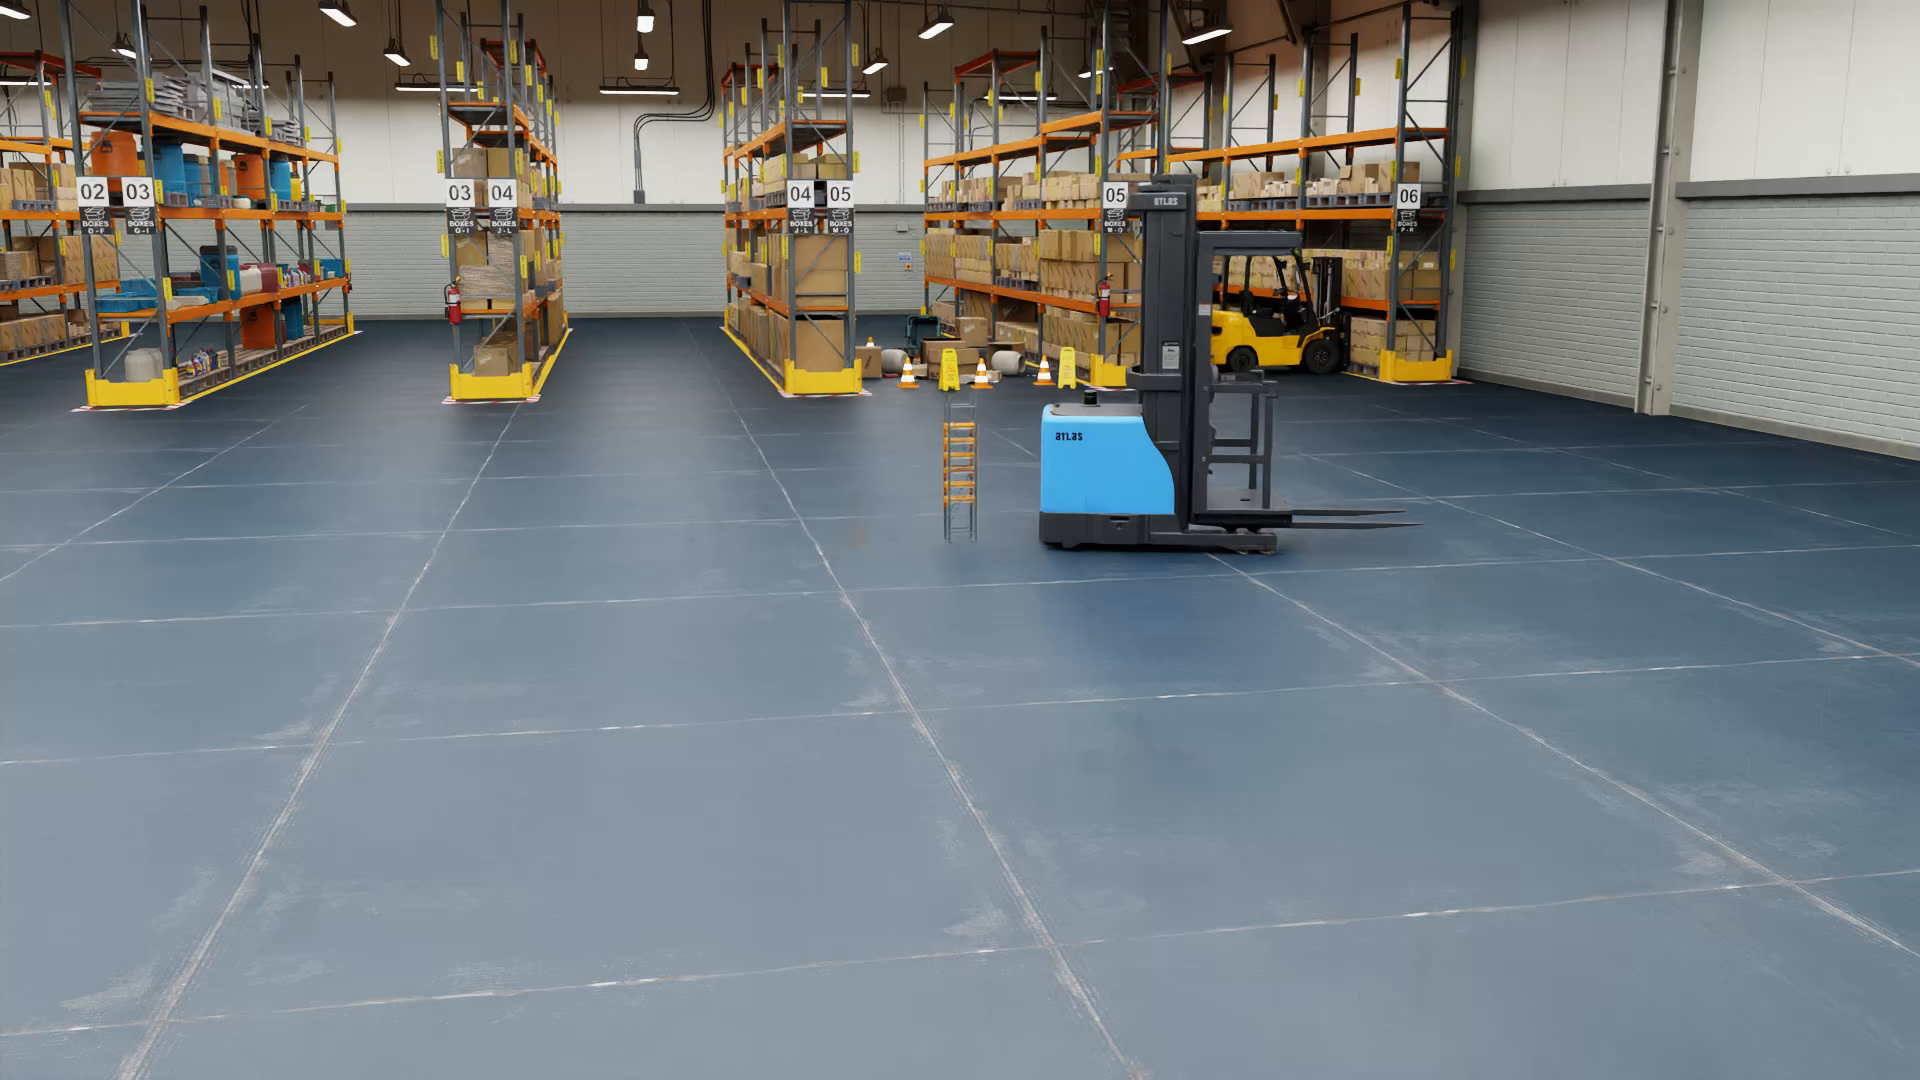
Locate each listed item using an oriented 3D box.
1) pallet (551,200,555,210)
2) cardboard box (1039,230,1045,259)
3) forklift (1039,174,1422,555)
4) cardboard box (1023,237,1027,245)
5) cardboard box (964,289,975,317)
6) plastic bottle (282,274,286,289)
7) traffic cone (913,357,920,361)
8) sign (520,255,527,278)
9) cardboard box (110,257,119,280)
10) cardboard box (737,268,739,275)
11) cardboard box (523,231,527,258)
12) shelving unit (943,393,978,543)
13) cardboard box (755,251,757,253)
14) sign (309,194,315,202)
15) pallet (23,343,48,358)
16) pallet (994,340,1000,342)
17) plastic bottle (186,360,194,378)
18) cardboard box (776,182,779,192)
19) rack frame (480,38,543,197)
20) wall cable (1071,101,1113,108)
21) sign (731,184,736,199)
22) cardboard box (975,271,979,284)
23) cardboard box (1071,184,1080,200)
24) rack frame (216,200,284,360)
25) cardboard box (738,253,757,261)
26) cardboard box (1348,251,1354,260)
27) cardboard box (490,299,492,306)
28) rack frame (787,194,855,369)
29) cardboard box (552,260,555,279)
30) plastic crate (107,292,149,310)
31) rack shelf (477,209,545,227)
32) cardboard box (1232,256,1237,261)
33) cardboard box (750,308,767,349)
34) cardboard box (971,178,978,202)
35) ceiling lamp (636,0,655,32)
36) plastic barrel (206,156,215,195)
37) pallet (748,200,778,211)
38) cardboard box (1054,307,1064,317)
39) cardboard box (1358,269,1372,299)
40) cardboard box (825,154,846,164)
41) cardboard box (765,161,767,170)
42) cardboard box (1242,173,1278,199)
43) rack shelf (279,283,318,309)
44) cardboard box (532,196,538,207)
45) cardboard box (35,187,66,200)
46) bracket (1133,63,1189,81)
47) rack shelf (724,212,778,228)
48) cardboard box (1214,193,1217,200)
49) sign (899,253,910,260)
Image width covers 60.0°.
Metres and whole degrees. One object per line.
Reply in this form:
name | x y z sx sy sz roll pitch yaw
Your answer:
pallet | -9.487 -7.388 36.707 1.003 0.211 1.213 -2 11 -11
cardboard box | 1.812 -5.299 29.777 0.700 0.500 0.500 -2 11 -12
forklift | 2.172 -1.429 13.363 3.031 2.935 1.130 1 11 4
cardboard box | 1.404 -5.673 31.559 0.380 0.149 0.250 -3 11 -13
cardboard box | 0.582 -5.220 37.659 0.875 0.875 0.875 -2 11 -9
plastic bottle | -13.302 -5.081 32.684 0.061 0.283 0.133 -2 11 -11
traffic cone | -0.713 -3.648 31.626 0.336 0.463 0.334 -2 11 -11
sign | -6.472 -4.052 24.648 0.100 0.325 0.005 -2 11 -11
cardboard box | -19.480 -6.159 37.765 0.500 0.500 0.500 -2 11 -9
cardboard box | -4.418 -5.581 34.544 0.380 0.149 0.250 -3 11 -14
cardboard box | -6.934 -4.496 25.560 0.500 0.500 0.500 -2 11 -11
shelving unit | 0.003 -0.587 13.570 0.258 1.200 0.189 -2 11 -11
cardboard box | -4.824 -6.243 37.414 0.500 0.500 0.500 -2 11 -11
sign | -13.656 -7.125 35.064 0.100 0.325 0.005 -2 11 -11
pallet | -18.620 -3.706 32.606 1.003 0.211 1.213 -2 11 -11
pallet | 1.311 -3.921 33.735 1.003 0.211 1.213 -2 11 -11
plastic bottle | -11.909 -2.647 25.700 0.097 0.271 0.097 0 11 0
cardboard box | -2.714 -5.610 26.407 0.380 0.149 0.250 -2 11 -12
rack frame | -8.560 -8.021 31.773 1.000 3.000 0.127 -2 11 -11
wall cable | 4.631 -13.844 47.491 2.988 3.039 0.133 -2 11 -11
sign | -4.984 -7.676 36.599 0.100 0.325 0.005 -2 11 -11
cardboard box | 0.611 -5.630 35.657 0.500 0.250 0.500 -2 11 -12
cardboard box | 2.151 -5.785 27.650 0.500 0.250 0.500 -2 11 -9
rack frame | -13.418 -4.894 31.388 1.000 3.000 0.127 -2 11 -11
cardboard box | -4.373 -5.828 34.249 0.380 0.149 0.250 -2 11 -9
cardboard box | 6.962 -4.951 28.889 0.380 0.149 0.250 -2 11 -10
cardboard box | -7.451 -3.712 25.849 0.380 0.149 0.250 -2 11 -11
rack frame | -2.119 -3.769 25.476 1.000 3.000 0.127 -2 11 -11
cardboard box | -8.890 -5.690 35.303 0.500 0.500 0.500 -2 11 -9
plastic crate | -12.374 -3.554 24.745 0.499 0.251 0.408 -2 11 -11
rack shelf | -8.171 -5.828 30.194 1.077 0.370 4.000 -2 11 -11
cardboard box | 5.855 -5.866 34.489 0.380 0.149 0.250 -2 11 -10
cardboard box | -3.472 -4.062 31.910 1.050 0.750 0.750 -2 11 -10
cardboard box | 0.534 -7.476 35.542 0.500 0.500 0.500 -2 11 -10
ceiling lamp | -5.053 -10.231 27.770 0.800 3.185 2.000 -2 11 -11
plastic barrel | -13.207 -6.206 28.915 0.600 0.901 0.708 -2 11 -11
pallet | -3.498 -6.501 32.312 1.213 0.211 1.003 -2 11 -8
cardboard box | 1.856 -4.006 29.213 0.380 0.149 0.250 -2 11 -9
cardboard box | 7.140 -4.374 28.387 0.500 0.500 0.500 -2 11 -9
cardboard box | -1.872 -5.839 25.478 0.380 0.149 0.250 -2 11 -10
cardboard box | -3.109 -6.374 28.288 0.380 0.149 0.250 -2 11 -11
cardboard box | 6.127 -7.163 33.630 0.700 0.500 0.500 -2 11 -12
rack shelf | -13.807 -4.908 33.382 1.077 0.370 4.000 -2 11 -11
cardboard box | -8.022 -6.213 30.697 0.500 0.250 0.500 -2 11 -9
cardboard box | -18.907 -7.192 34.502 0.500 0.250 0.500 -2 11 -11
bracket | 5.070 -11.761 41.795 0.076 0.066 4.783 -2 11 -11
rack shelf | -4.842 -7.457 38.753 1.077 0.370 4.000 -2 11 -11
cardboard box | 5.667 -7.365 35.683 0.380 0.149 0.250 -2 11 -10
sign | -1.574 -8.078 47.390 0.327 0.218 0.001 -2 11 -11
